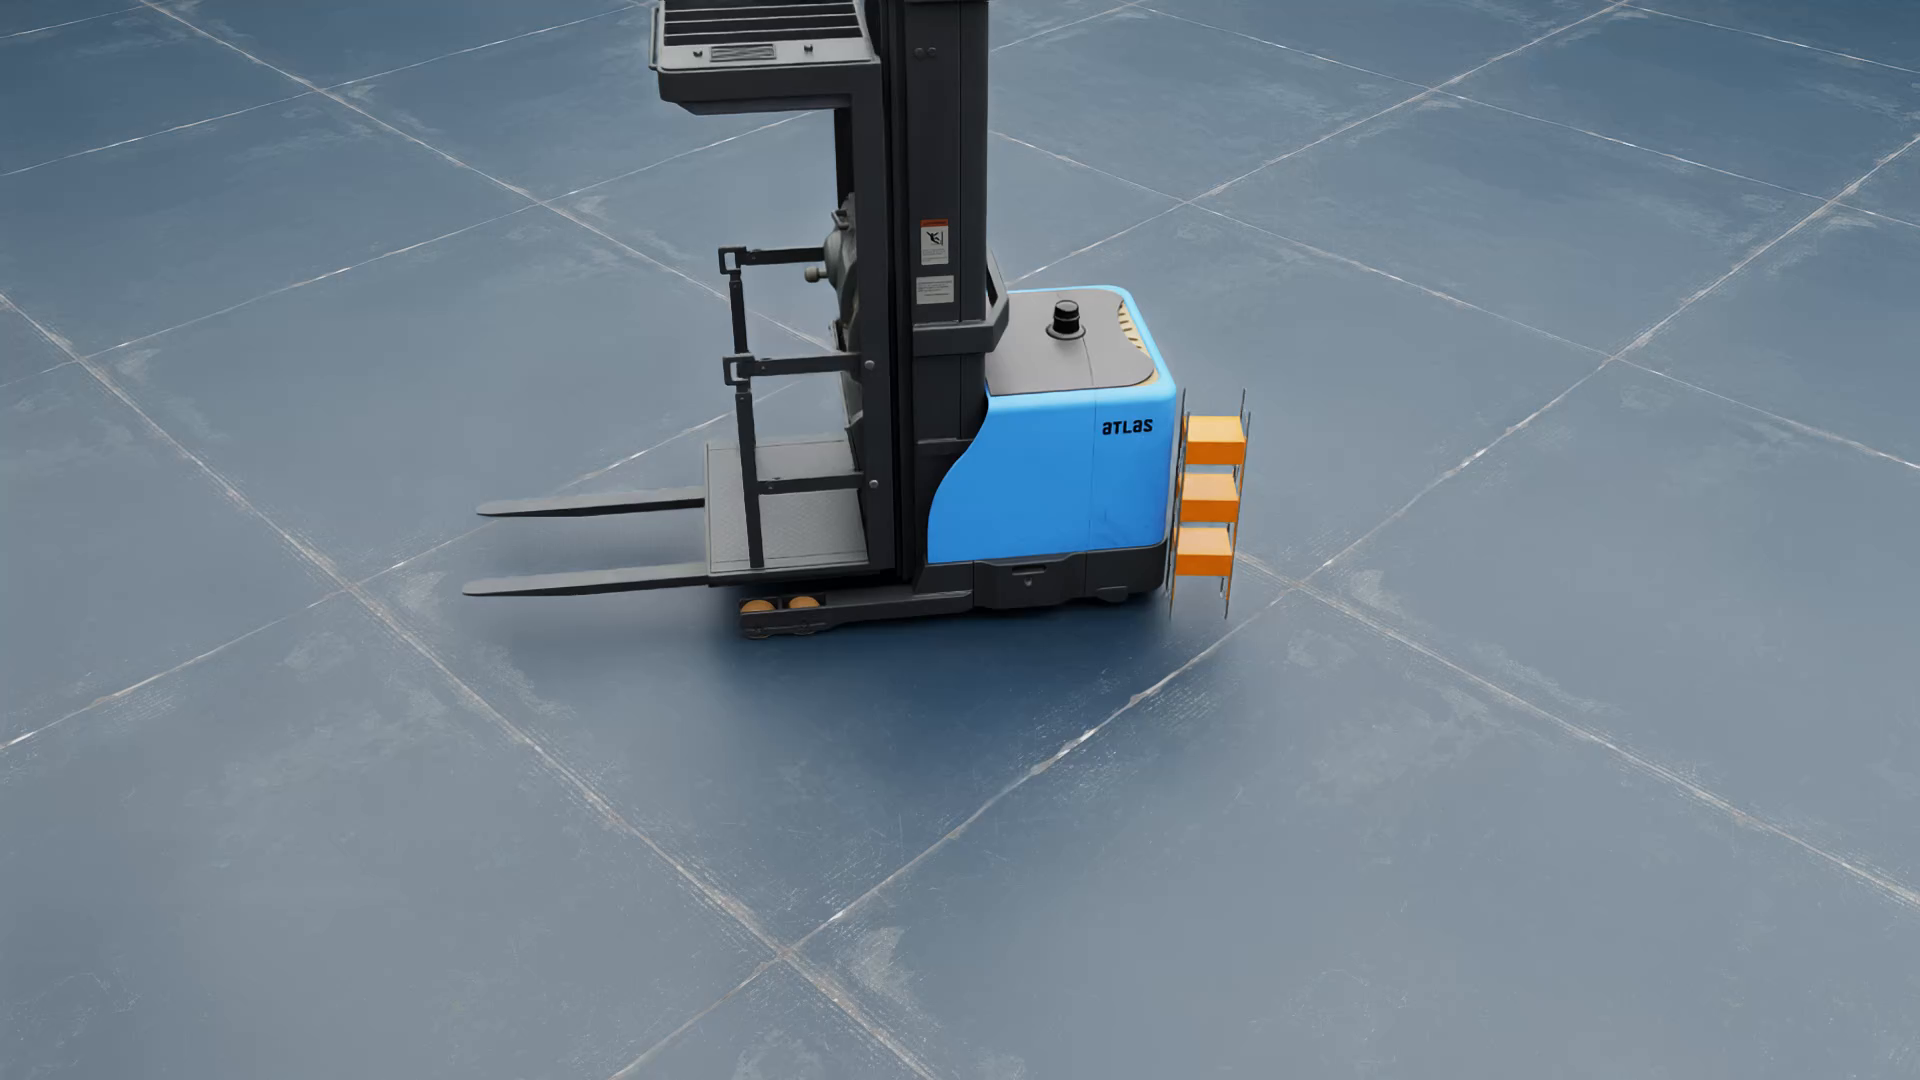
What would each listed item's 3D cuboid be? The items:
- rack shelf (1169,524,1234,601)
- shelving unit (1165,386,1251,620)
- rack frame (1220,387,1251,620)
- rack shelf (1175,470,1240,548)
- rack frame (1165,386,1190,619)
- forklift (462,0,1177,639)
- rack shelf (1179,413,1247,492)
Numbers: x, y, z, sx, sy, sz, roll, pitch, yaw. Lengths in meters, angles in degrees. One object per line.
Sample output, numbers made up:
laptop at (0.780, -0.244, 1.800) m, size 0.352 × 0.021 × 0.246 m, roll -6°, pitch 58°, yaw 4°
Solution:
rack shelf at (1.040, 0.096, 7.199) m, size 0.240 × 0.259 × 0.215 m, roll 1°, pitch 35°, yaw 1°
shelving unit at (1.041, -0.141, 7.034) m, size 0.252 × 1.050 × 0.215 m, roll 1°, pitch 35°, yaw 1°
rack frame at (1.163, -0.140, 7.032) m, size 0.008 × 1.050 × 0.200 m, roll 1°, pitch 35°, yaw 1°
rack shelf at (1.041, -0.132, 7.040) m, size 0.240 × 0.259 × 0.215 m, roll 1°, pitch 35°, yaw 1°
rack frame at (0.919, -0.142, 7.036) m, size 0.008 × 1.050 × 0.200 m, roll 1°, pitch 35°, yaw 1°
forklift at (-0.655, -1.100, 6.766) m, size 3.031 × 2.935 × 1.130 m, roll -5°, pitch 35°, yaw -6°
rack shelf at (1.041, -0.365, 6.878) m, size 0.240 × 0.259 × 0.215 m, roll 1°, pitch 35°, yaw 1°
